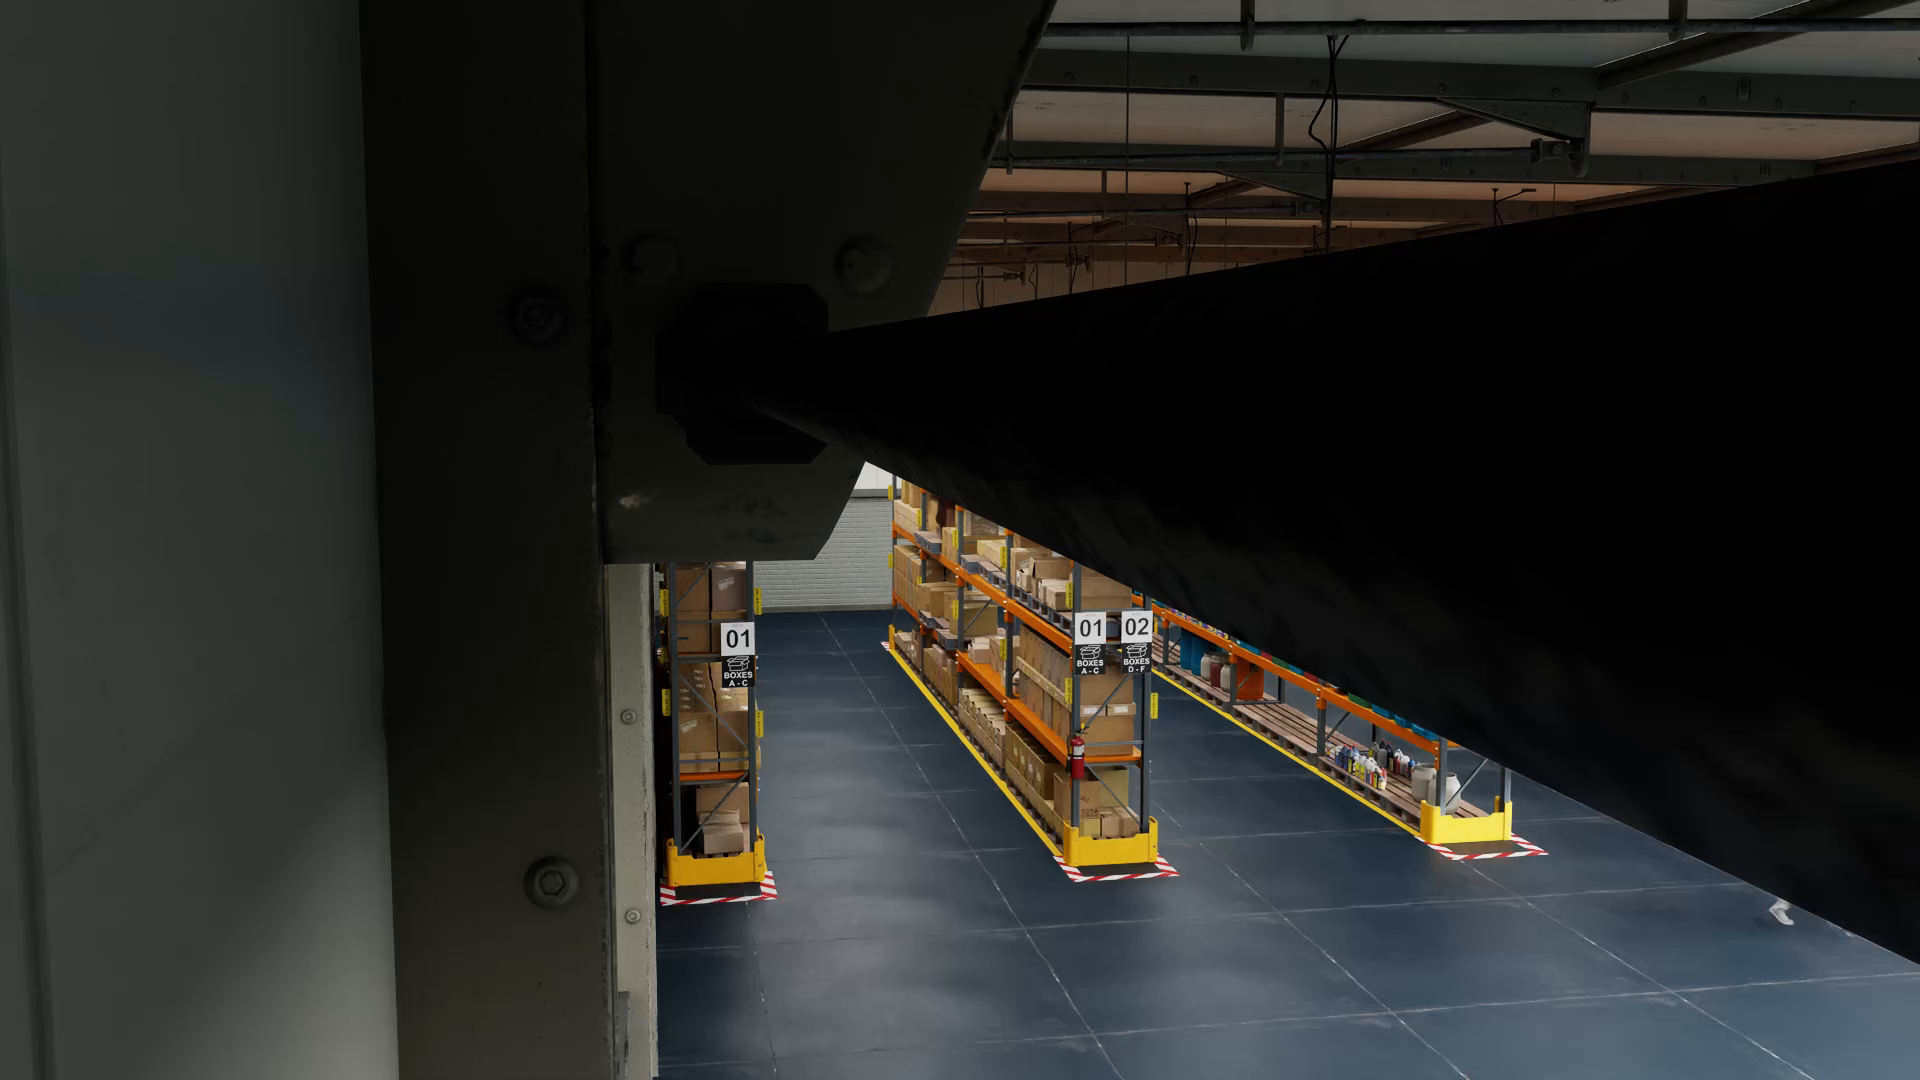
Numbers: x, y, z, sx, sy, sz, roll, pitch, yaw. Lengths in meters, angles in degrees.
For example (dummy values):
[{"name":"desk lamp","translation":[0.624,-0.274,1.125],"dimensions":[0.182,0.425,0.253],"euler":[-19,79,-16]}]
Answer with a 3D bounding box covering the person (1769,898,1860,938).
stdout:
[{"name":"person","translation":[9.517,3.586,18.418],"dimensions":[0.963,1.624,0.658],"euler":[2,7,21]}]
